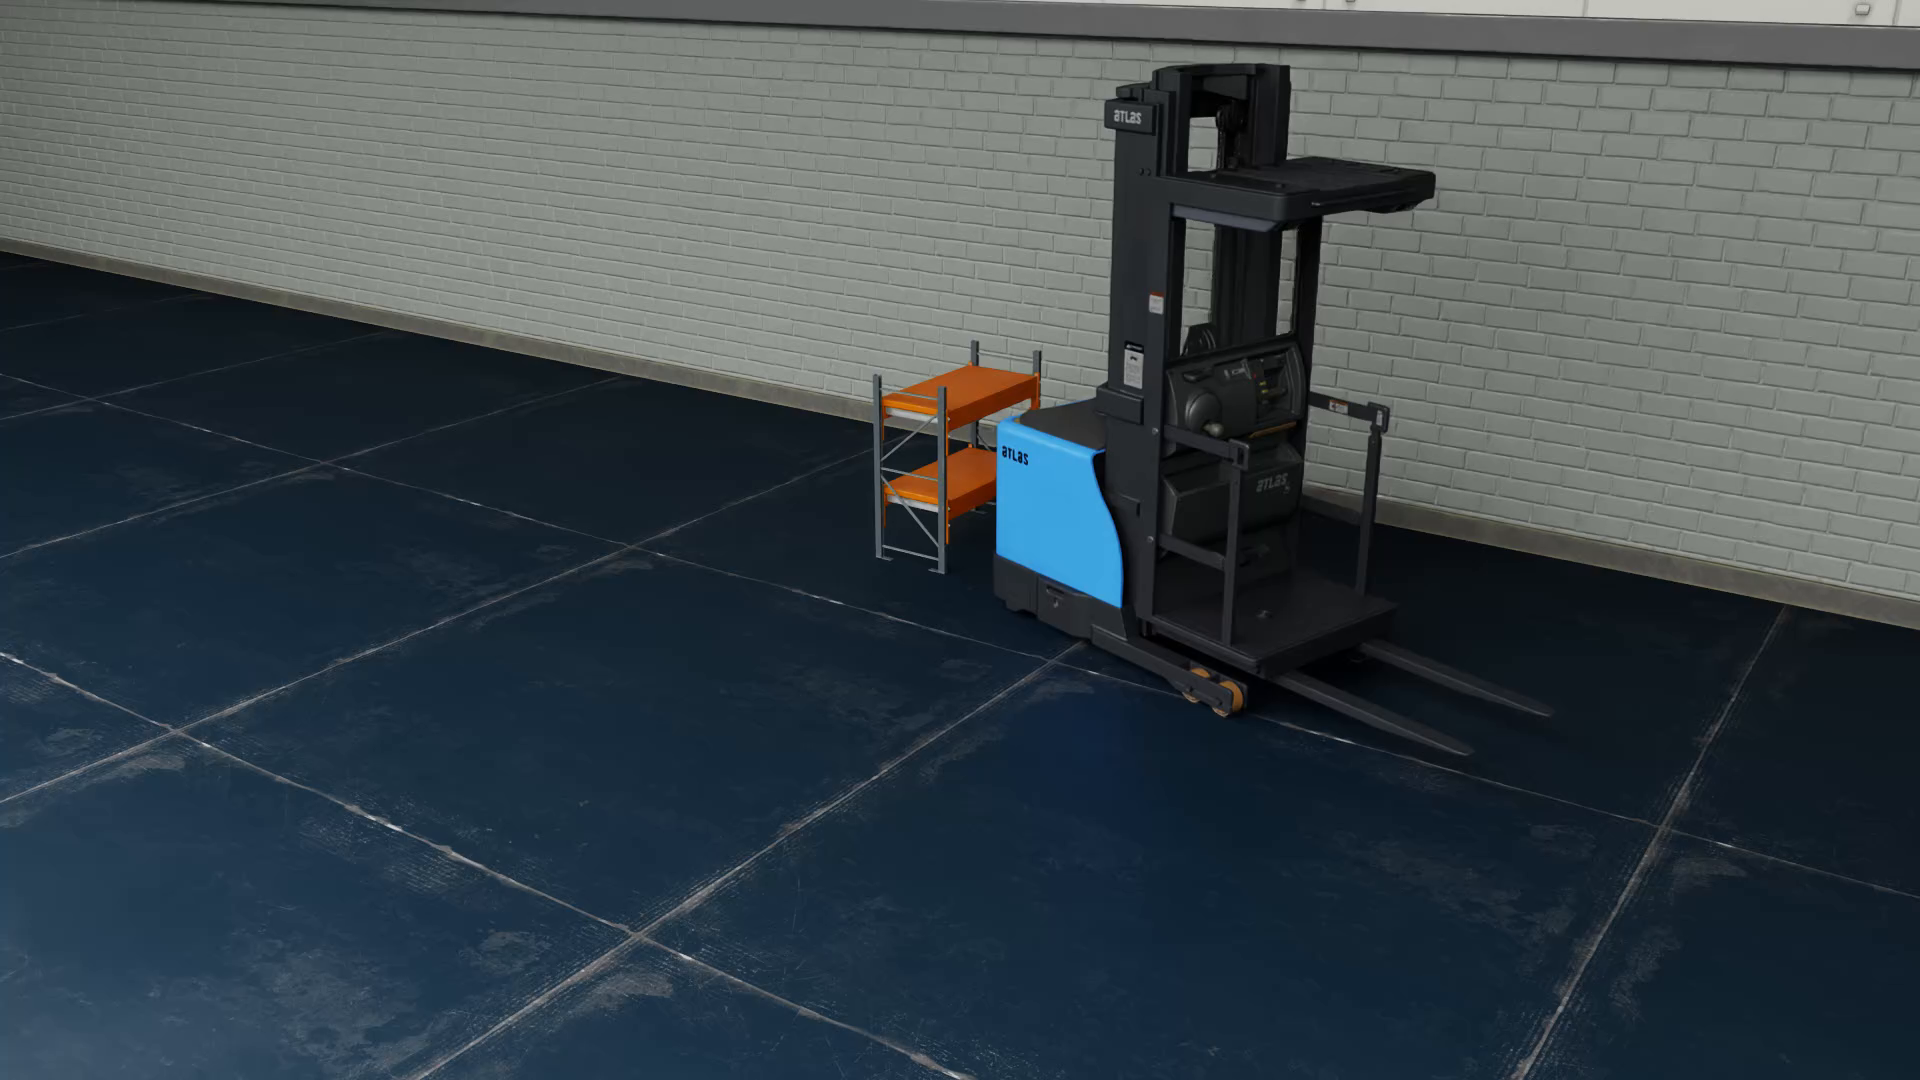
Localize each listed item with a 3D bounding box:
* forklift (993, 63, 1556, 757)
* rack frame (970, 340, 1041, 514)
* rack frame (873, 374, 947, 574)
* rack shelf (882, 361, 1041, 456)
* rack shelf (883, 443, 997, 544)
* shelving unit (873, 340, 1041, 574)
[{"bbox_3d":[1.493,-0.724,7.998,1.130,2.935,3.031,-15,25,-36],"label":"forklift"},{"bbox_3d":[0.282,-0.671,10.459,0.500,1.125,0.032,13,24,32],"label":"rack frame"},{"bbox_3d":[-0.290,-0.380,9.670,0.500,1.125,0.032,13,24,32],"label":"rack frame"},{"bbox_3d":[-0.004,-0.800,9.963,0.538,0.278,1.000,13,24,32],"label":"rack shelf"},{"bbox_3d":[-0.004,-0.296,10.149,0.538,0.278,1.000,13,24,32],"label":"rack shelf"},{"bbox_3d":[-0.004,-0.526,10.065,0.538,1.125,1.048,13,24,32],"label":"shelving unit"}]
